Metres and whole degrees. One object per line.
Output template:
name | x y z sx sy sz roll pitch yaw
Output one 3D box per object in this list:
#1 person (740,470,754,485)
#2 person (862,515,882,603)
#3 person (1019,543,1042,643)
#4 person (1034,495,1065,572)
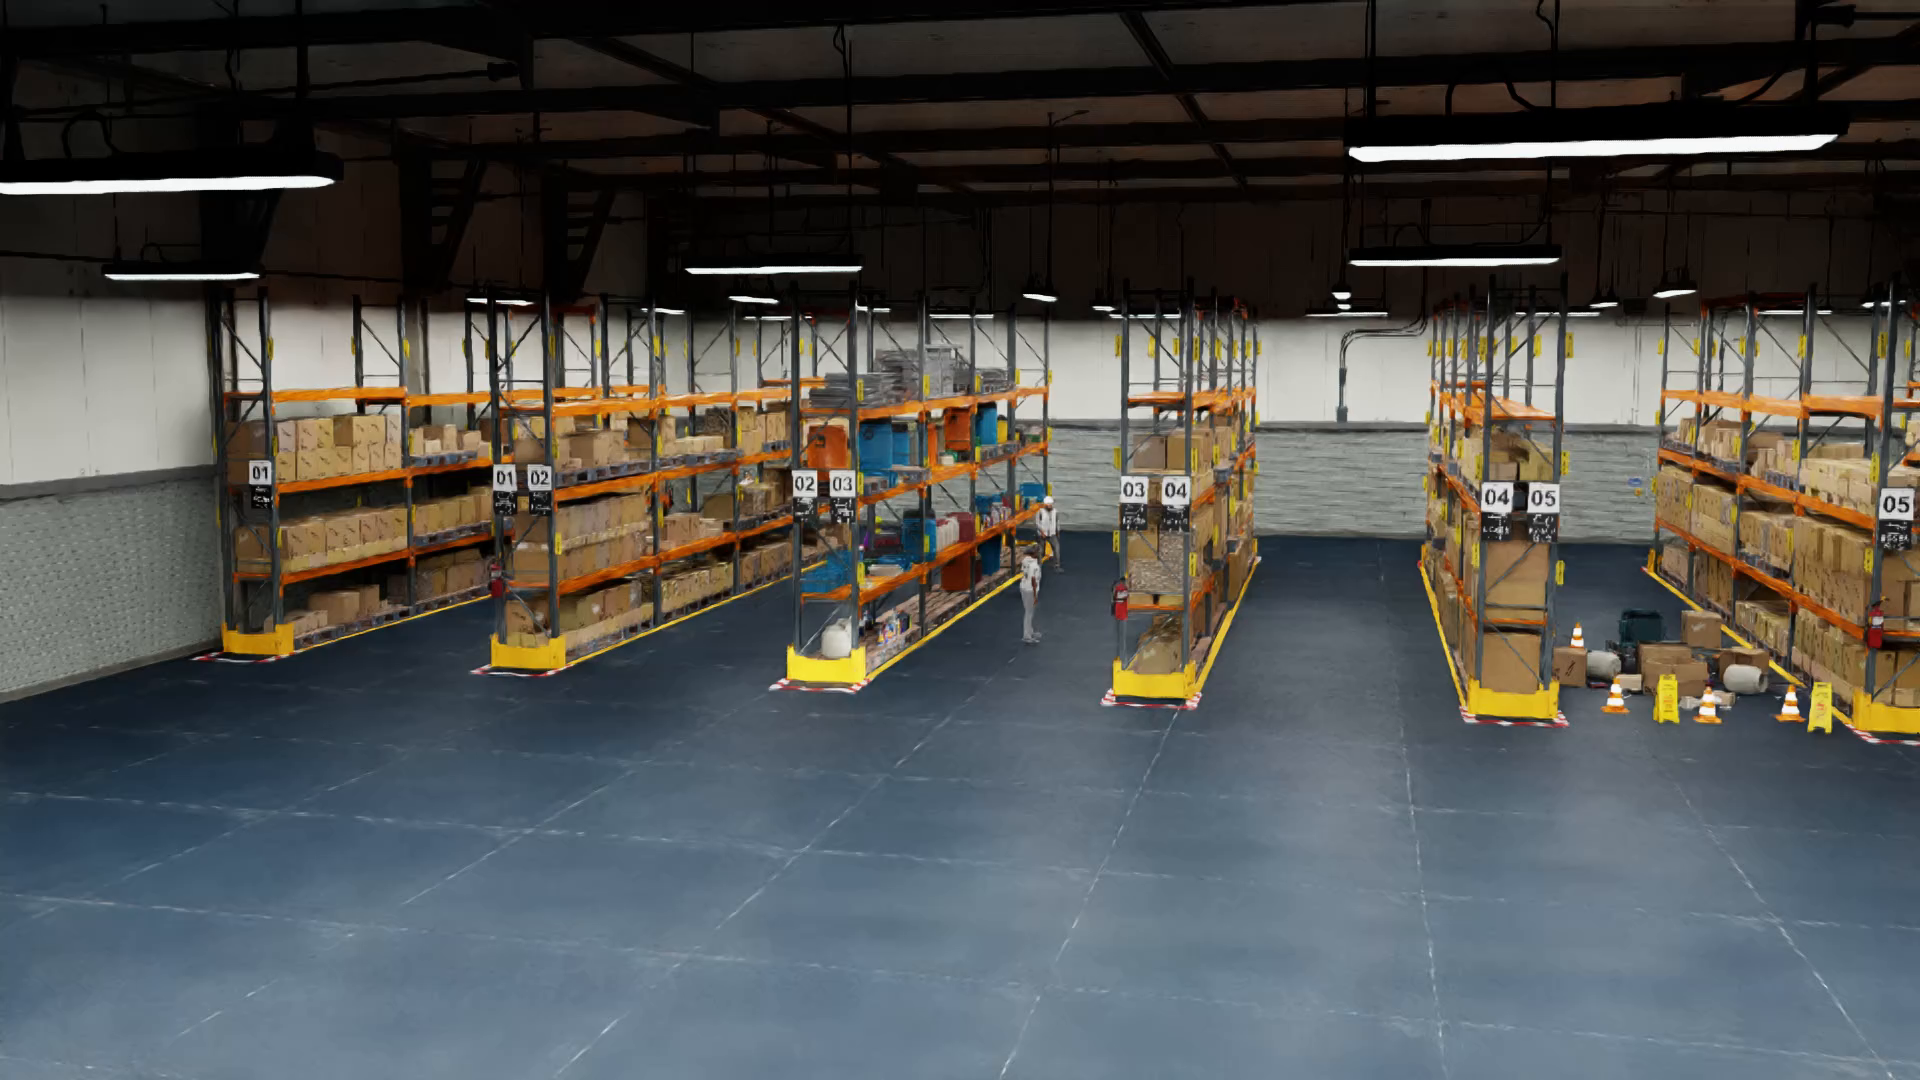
person | -5.806 -1.105 45.906 0.672 1.658 0.555 -5 8 -38
person | -1.708 0.379 32.563 0.592 1.755 0.690 4 8 33
person | 1.246 0.889 28.485 0.438 1.684 0.553 -2 7 -15
person | 1.952 -0.150 37.360 0.648 1.723 0.748 -2 7 -16
